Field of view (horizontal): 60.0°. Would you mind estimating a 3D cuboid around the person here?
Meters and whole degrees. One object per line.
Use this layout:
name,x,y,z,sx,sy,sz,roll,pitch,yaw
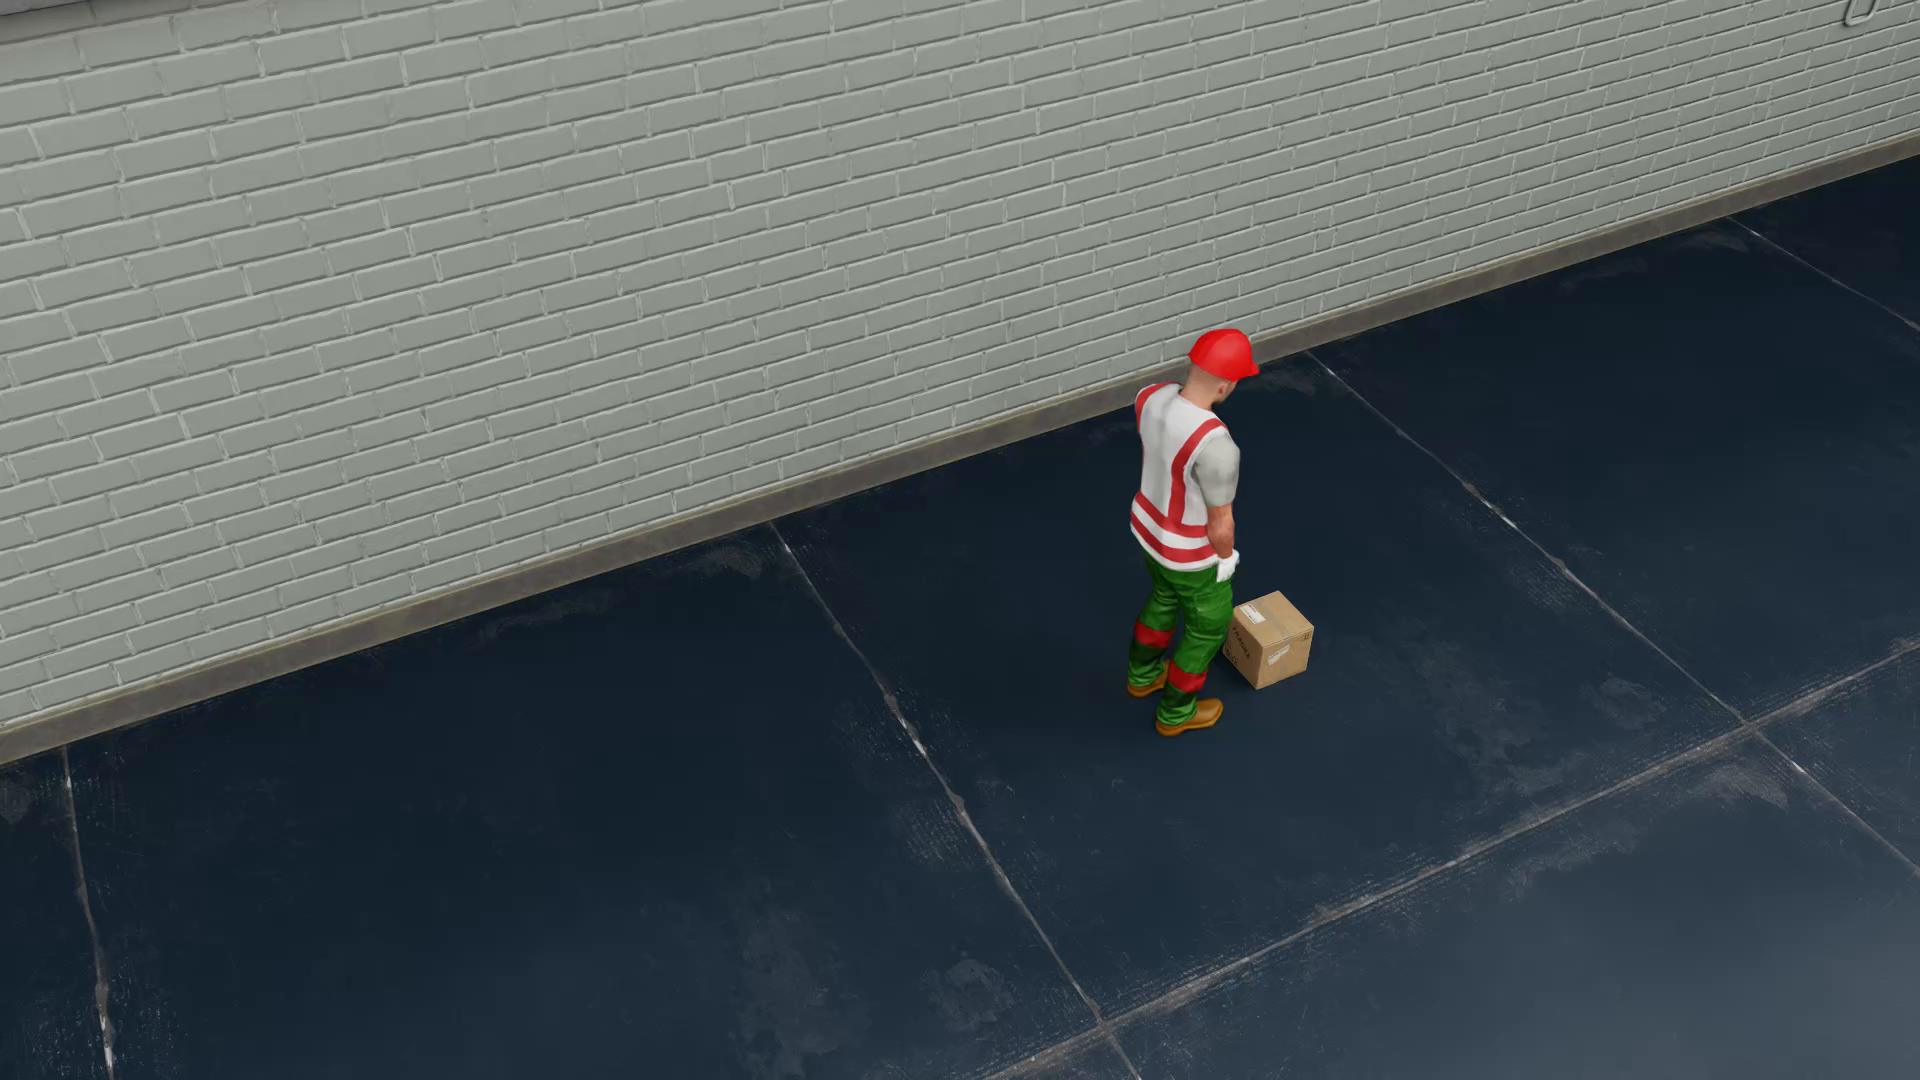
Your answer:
person,0.848,-0.026,6.194,0.414,1.757,0.536,-18,44,-19
